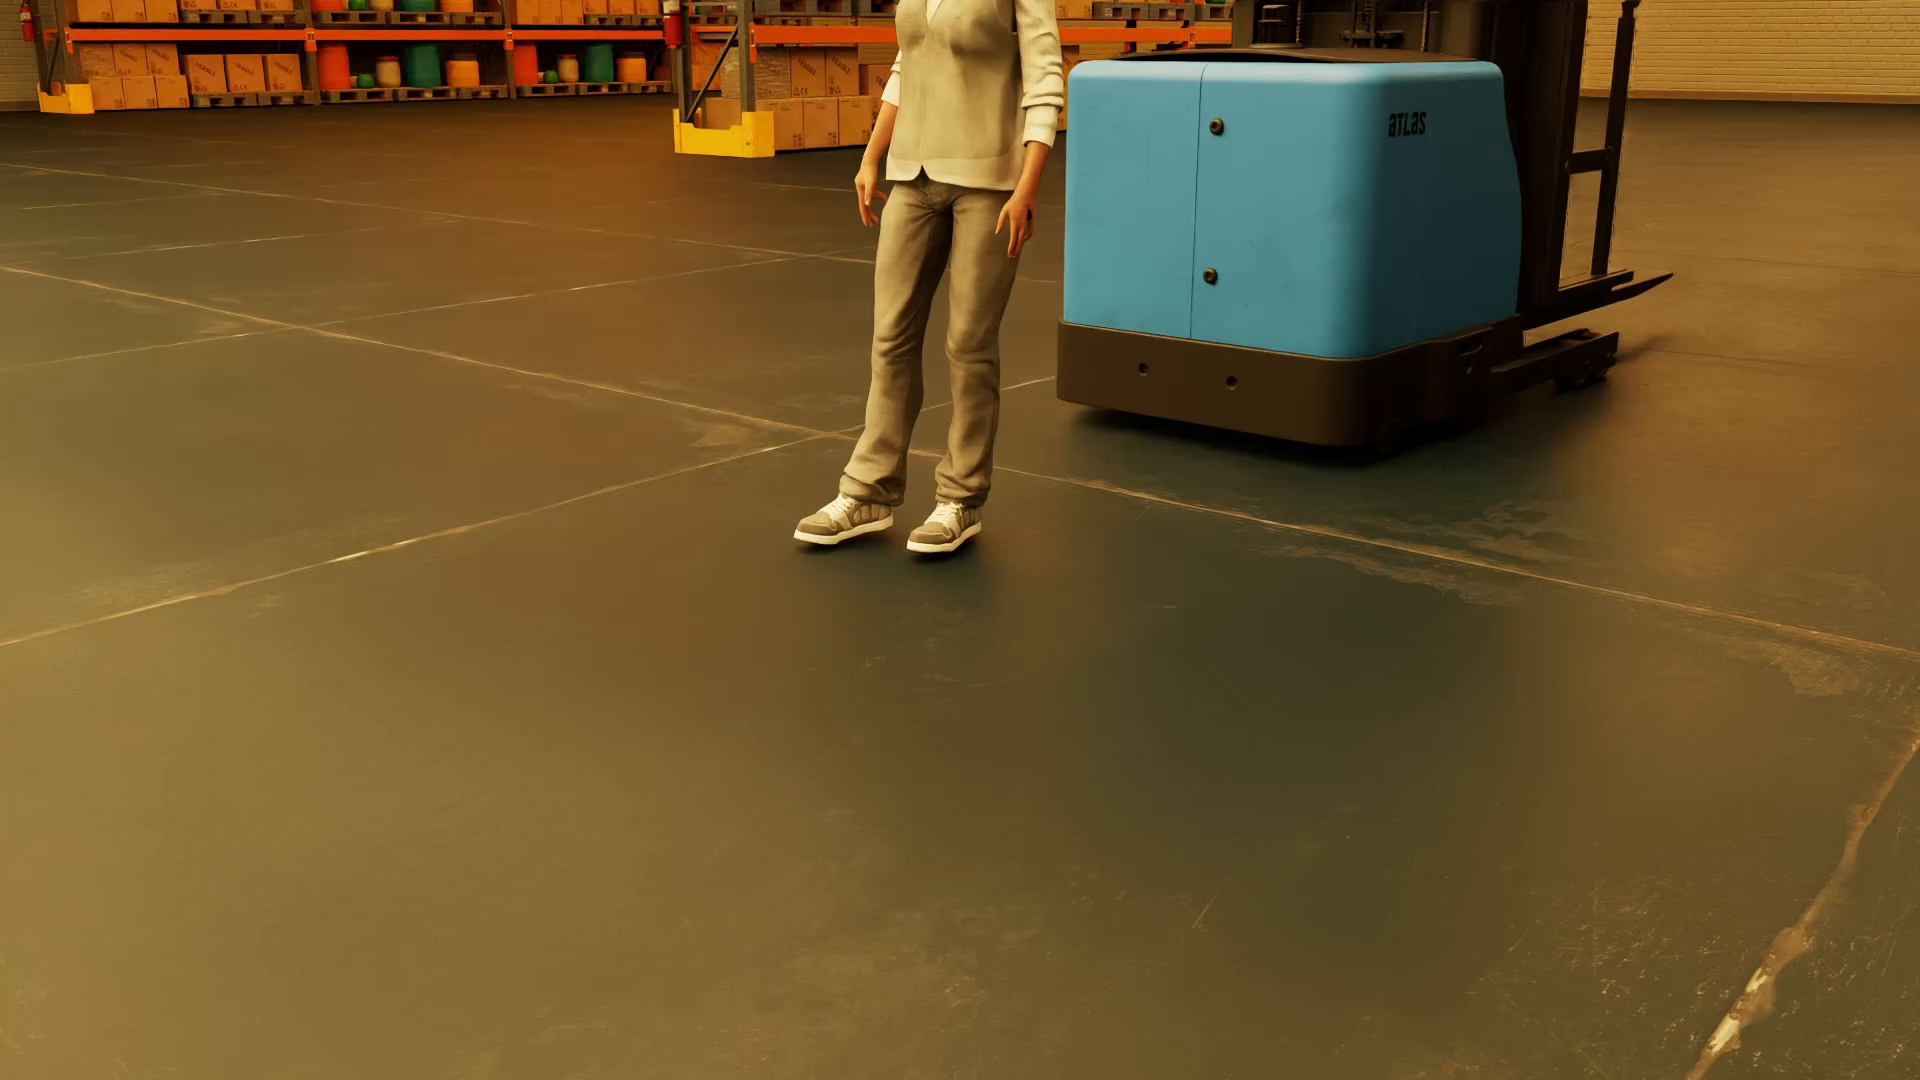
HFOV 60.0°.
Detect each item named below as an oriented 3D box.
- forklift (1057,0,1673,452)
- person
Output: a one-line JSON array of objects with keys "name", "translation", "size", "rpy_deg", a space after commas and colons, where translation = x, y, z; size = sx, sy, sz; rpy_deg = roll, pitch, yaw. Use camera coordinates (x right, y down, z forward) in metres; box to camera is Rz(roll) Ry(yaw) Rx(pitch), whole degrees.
[{"name": "forklift", "translation": [1.646, -2.006, 5.503], "size": [1.130, 2.935, 3.031], "rpy_deg": [14, 22, 39]}, {"name": "person", "translation": [-0.057, -0.757, 3.662], "size": [0.521, 1.596, 0.475], "rpy_deg": [13, 21, 37]}]
